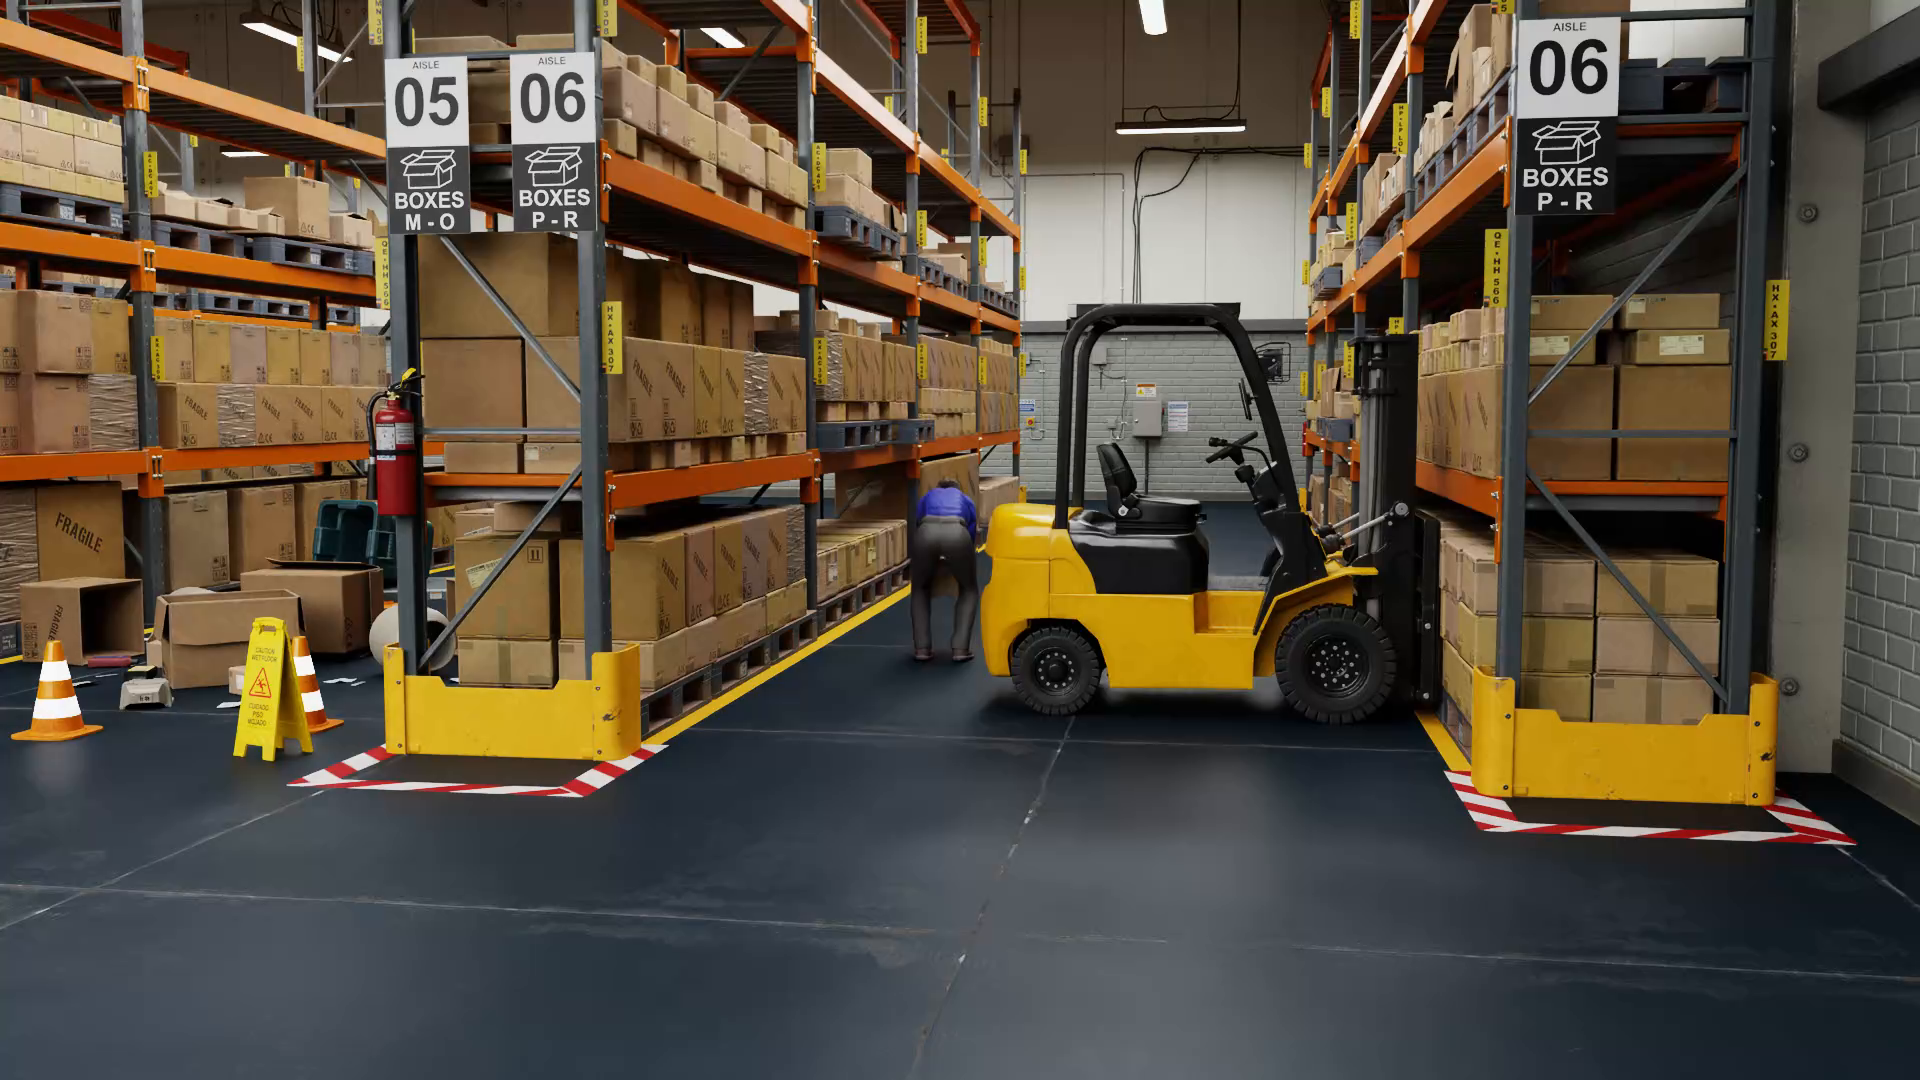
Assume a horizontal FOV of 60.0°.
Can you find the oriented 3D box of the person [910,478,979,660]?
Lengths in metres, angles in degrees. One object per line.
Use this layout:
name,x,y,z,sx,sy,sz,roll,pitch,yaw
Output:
person,-0.092,0.183,10.843,0.444,1.153,0.840,0,5,5
